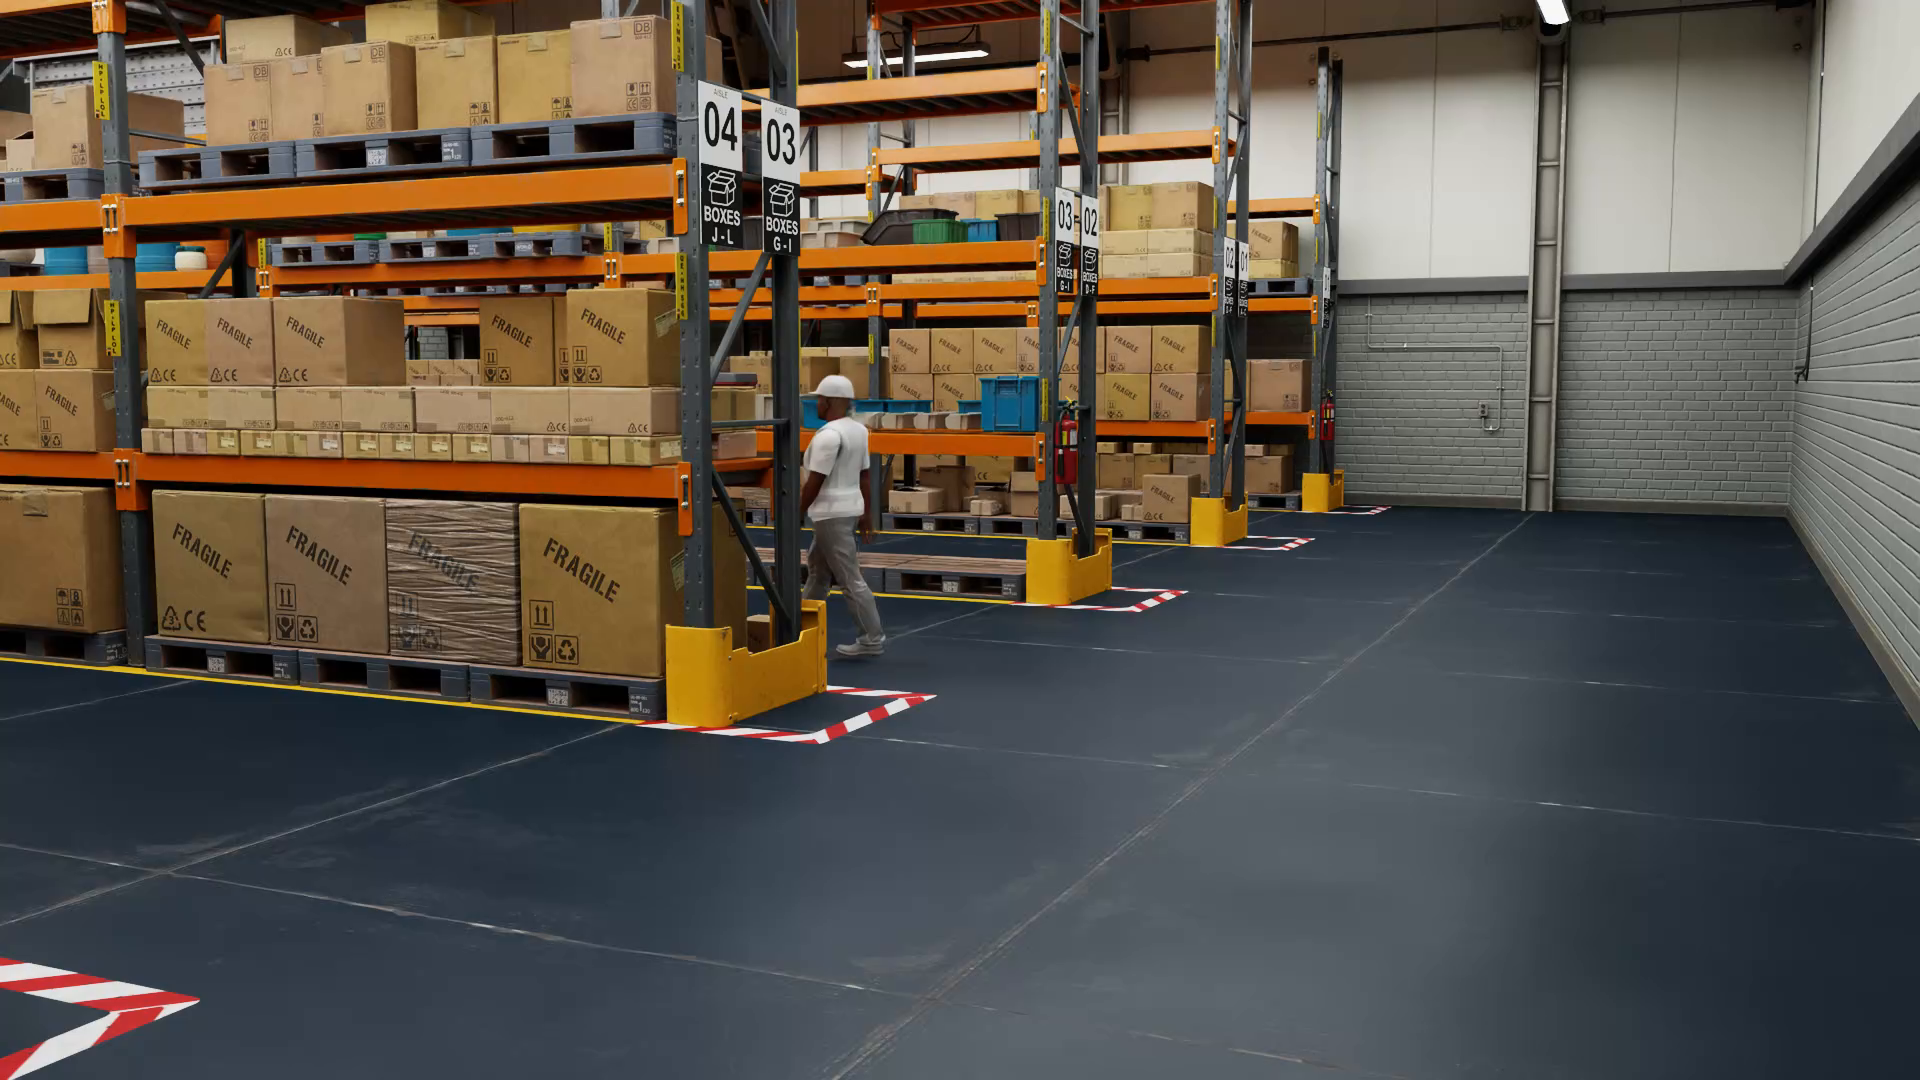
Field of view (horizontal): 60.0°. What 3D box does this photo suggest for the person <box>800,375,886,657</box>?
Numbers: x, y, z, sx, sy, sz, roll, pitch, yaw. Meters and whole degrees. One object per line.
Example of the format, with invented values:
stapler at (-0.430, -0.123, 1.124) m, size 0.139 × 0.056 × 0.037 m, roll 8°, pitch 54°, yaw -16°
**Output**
person at (-0.911, -0.154, 10.318) m, size 0.933 × 1.732 × 0.582 m, roll 1°, pitch 6°, yaw 14°
